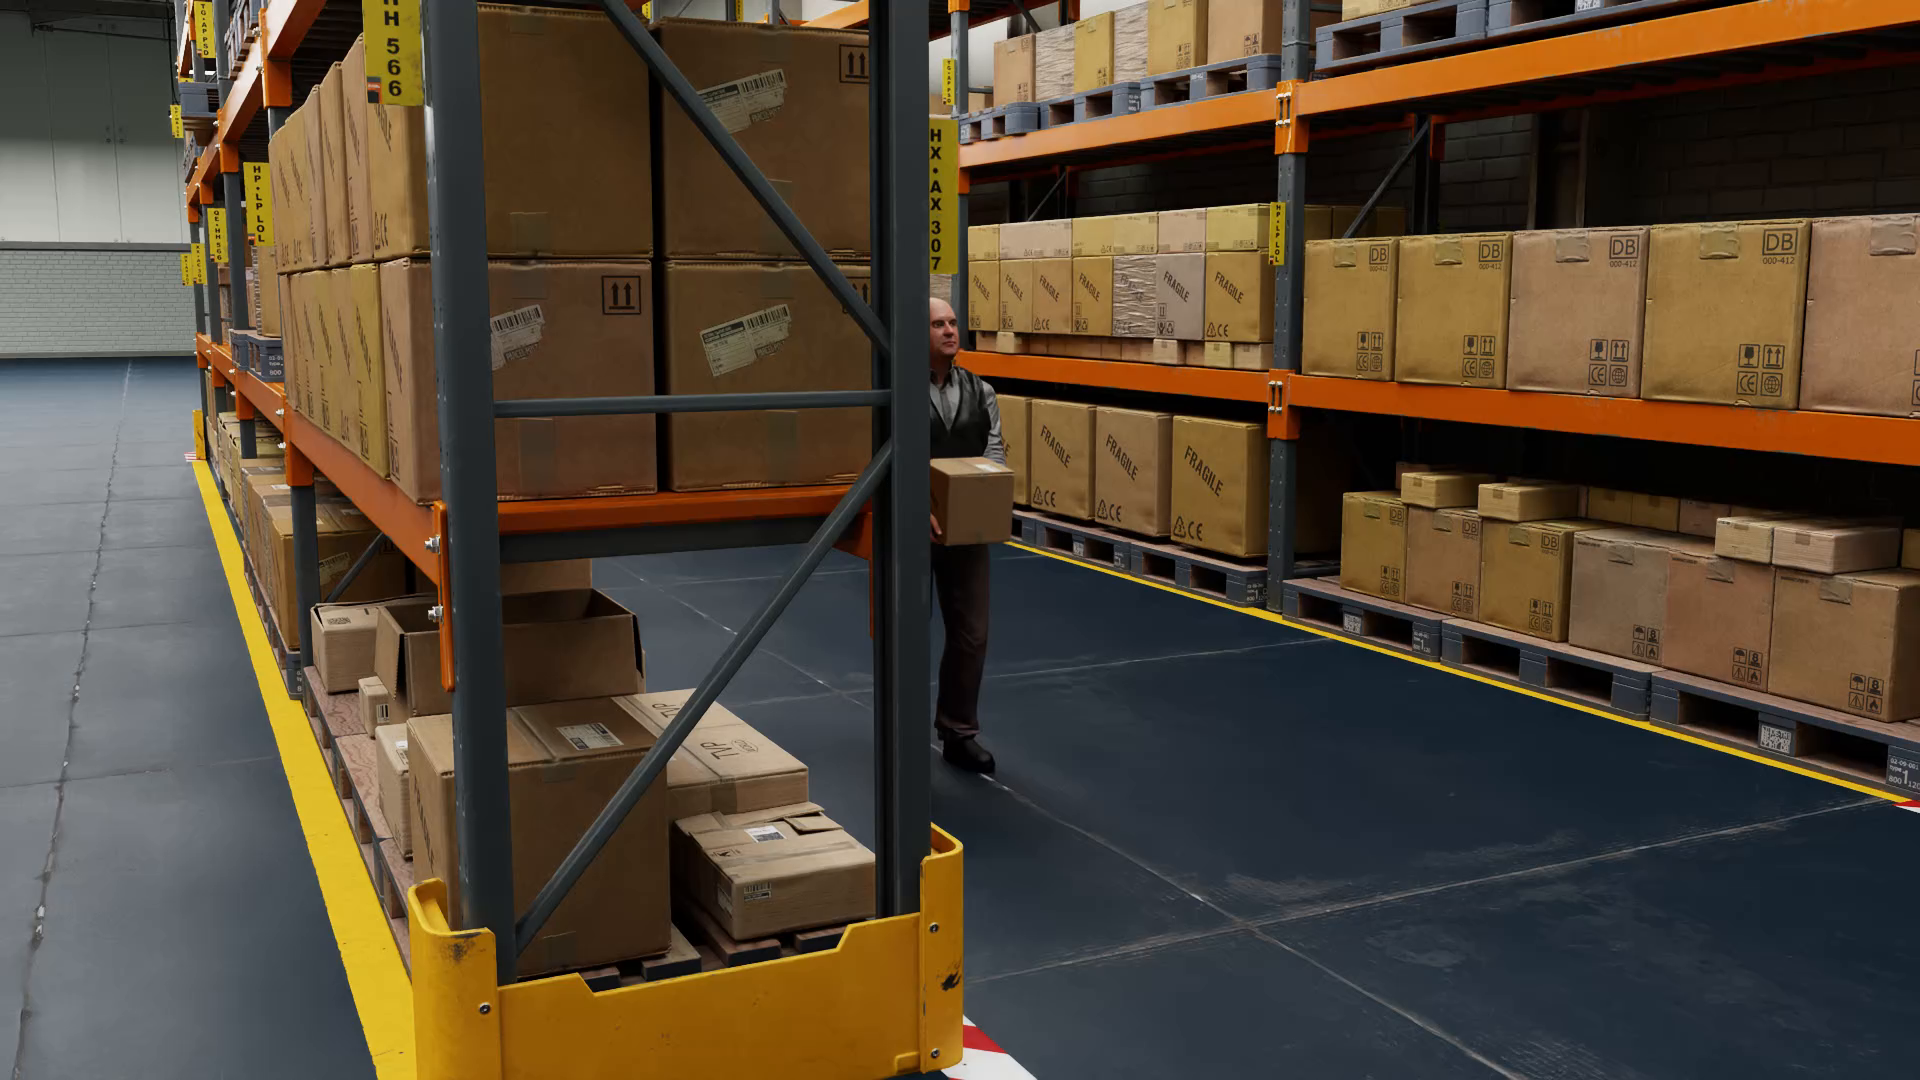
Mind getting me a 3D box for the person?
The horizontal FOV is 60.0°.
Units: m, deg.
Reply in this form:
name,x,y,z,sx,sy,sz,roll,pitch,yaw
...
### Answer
name,x,y,z,sx,sy,sz,roll,pitch,yaw
person,-0.043,-0.002,5.969,0.494,1.713,0.547,-4,9,-25
